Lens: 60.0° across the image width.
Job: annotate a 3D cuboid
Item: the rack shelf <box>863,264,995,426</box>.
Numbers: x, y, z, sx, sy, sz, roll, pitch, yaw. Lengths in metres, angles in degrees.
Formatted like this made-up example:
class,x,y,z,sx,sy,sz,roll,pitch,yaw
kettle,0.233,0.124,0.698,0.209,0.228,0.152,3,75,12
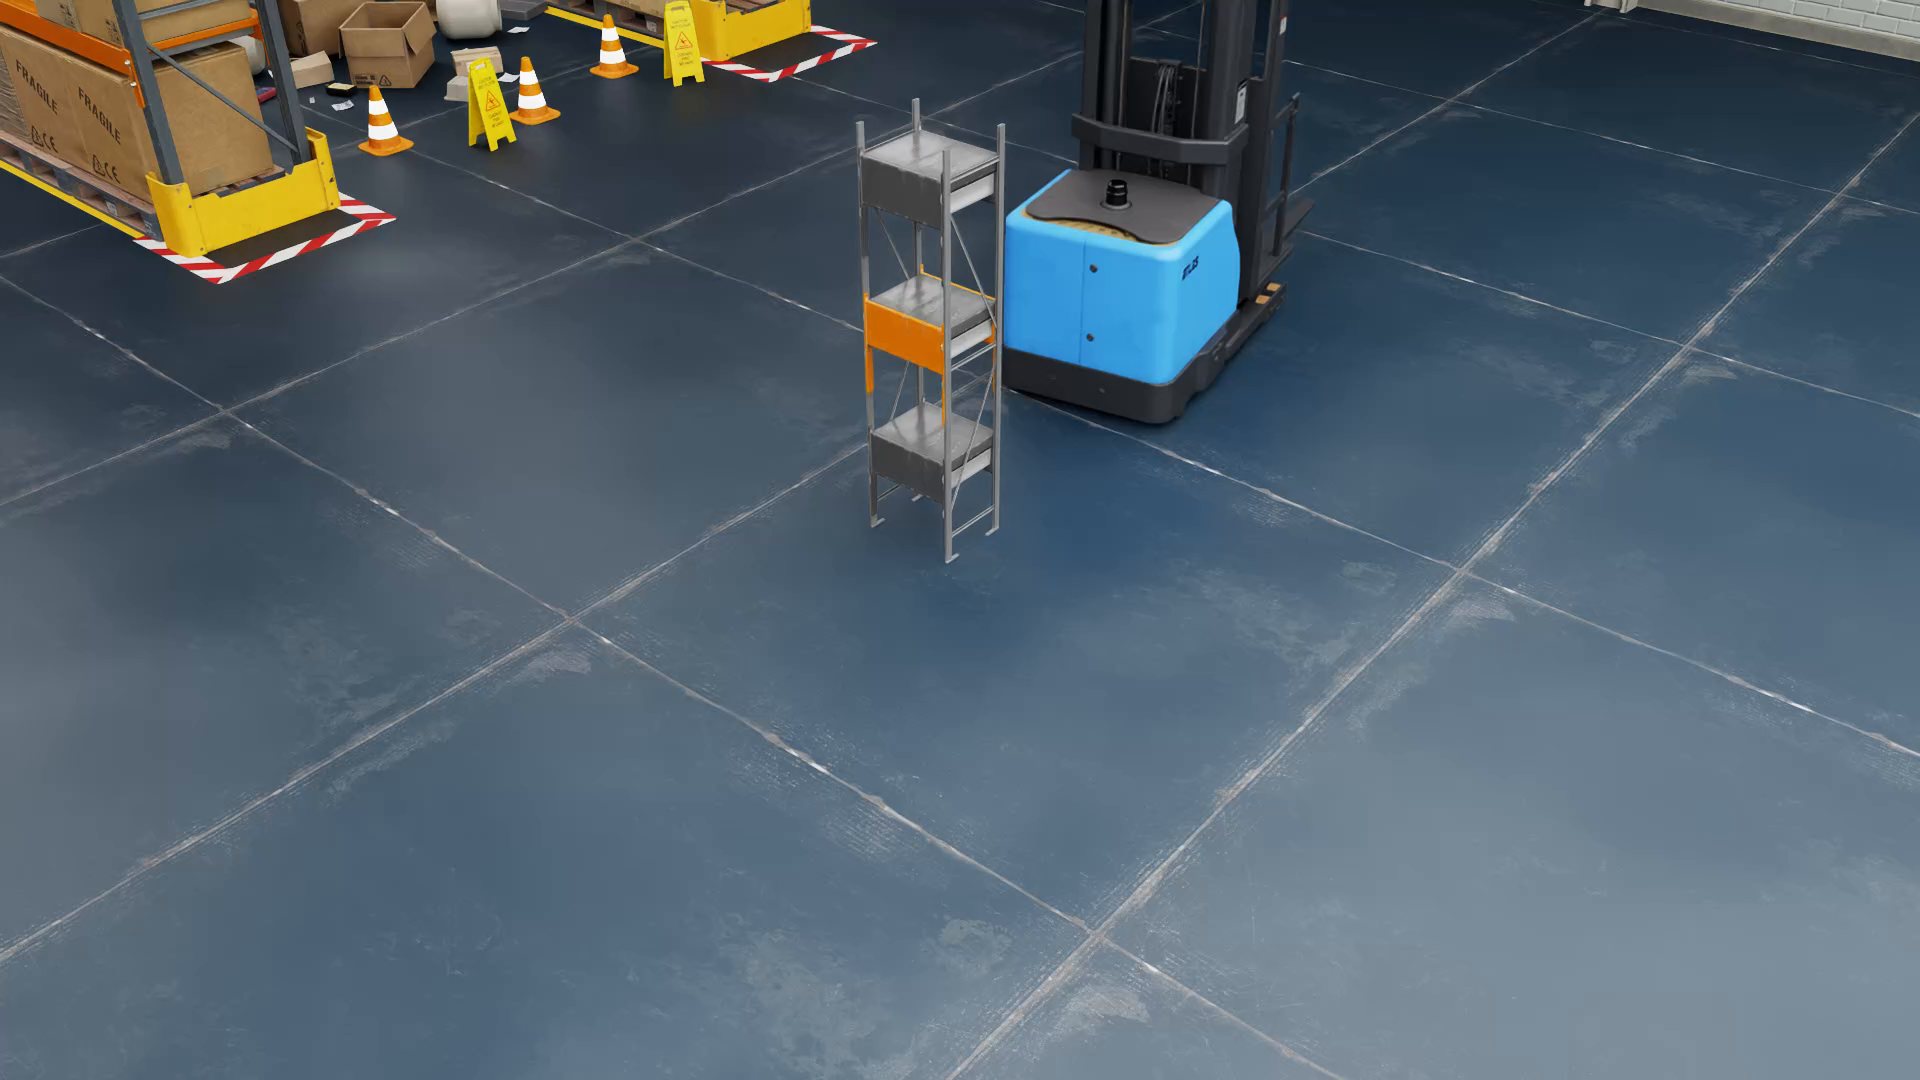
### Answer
class,x,y,z,sx,sy,sz,roll,pitch,yaw
rack shelf,-0.127,-0.914,7.751,0.480,0.518,0.431,25,42,32

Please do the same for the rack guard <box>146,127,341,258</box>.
class,x,y,z,sx,sy,sz,roll,pitch,yaw
rack guard,-4.825,-2.366,11.254,0.348,0.500,1.175,25,42,32

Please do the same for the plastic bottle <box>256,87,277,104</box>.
class,x,y,z,sx,sy,sz,roll,pitch,yaw
plastic bottle,-5.623,-3.610,13.453,0.133,0.061,0.283,12,36,16

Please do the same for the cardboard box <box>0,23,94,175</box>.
class,x,y,z,sx,sy,sz,roll,pitch,yaw
cardboard box,-6.085,-3.237,11.820,0.875,0.875,0.875,25,41,31

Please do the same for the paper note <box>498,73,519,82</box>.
class,x,y,z,sx,sy,sz,roll,pitch,yaw
paper note,-3.754,-3.848,13.826,0.142,0.019,0.148,12,36,16

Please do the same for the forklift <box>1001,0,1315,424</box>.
class,x,y,z,sx,sy,sz,roll,pitch,yaw
forklift,1.372,-2.653,9.524,1.130,2.935,3.031,17,38,23

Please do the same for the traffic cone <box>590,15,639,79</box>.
class,x,y,z,sx,sy,sz,roll,pitch,yaw
traffic cone,-2.910,-4.144,13.876,0.334,0.463,0.336,25,42,32

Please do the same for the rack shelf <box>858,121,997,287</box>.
class,x,y,z,sx,sy,sz,roll,pitch,yaw
rack shelf,-0.127,-1.491,7.354,0.480,0.518,0.431,25,42,32

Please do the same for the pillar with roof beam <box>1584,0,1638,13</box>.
class,x,y,z,sx,sy,sz,roll,pitch,yaw
pillar with roof beam,3.317,-6.828,10.243,0.400,9.000,9.100,25,42,32

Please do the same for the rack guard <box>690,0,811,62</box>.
class,x,y,z,sx,sy,sz,roll,pitch,yaw
rack guard,-1.813,-4.593,14.496,0.348,0.500,1.175,25,42,32

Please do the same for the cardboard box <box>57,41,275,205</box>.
class,x,y,z,sx,sy,sz,roll,pitch,yaw
cardboard box,-5.407,-2.920,11.358,0.875,0.875,0.875,26,42,32

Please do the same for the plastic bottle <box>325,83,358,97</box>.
class,x,y,z,sx,sy,sz,roll,pitch,yaw
plastic bottle,-5.062,-3.668,13.538,0.283,0.061,0.133,12,36,16

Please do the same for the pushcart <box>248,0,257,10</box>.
class,x,y,z,sx,sy,sz,roll,pitch,yaw
pushcart,-6.249,-4.953,15.130,0.936,0.377,1.648,12,36,16

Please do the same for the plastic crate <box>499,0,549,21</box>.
class,x,y,z,sx,sy,sz,roll,pitch,yaw
plastic crate,-4.146,-4.916,15.337,0.583,0.080,0.402,12,36,16

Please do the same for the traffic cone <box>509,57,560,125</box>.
class,x,y,z,sx,sy,sz,roll,pitch,yaw
traffic cone,-3.359,-3.538,12.994,0.334,0.463,0.336,25,42,32

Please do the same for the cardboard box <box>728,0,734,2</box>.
class,x,y,z,sx,sy,sz,roll,pitch,yaw
cardboard box,-2.197,-5.048,15.009,0.500,0.250,0.500,25,42,31

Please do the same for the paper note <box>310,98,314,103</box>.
class,x,y,z,sx,sy,sz,roll,pitch,yaw
paper note,-5.222,-3.545,13.403,0.032,0.001,0.123,-12,36,-17

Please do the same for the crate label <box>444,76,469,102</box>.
class,x,y,z,sx,sy,sz,roll,pitch,yaw
crate label,-4.003,-3.662,13.461,0.298,0.136,0.250,6,35,8

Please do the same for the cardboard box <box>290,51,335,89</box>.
class,x,y,z,sx,sy,sz,roll,pitch,yaw
cardboard box,-5.418,-3.906,13.703,0.396,0.266,0.258,-26,42,-32

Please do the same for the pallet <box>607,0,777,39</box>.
class,x,y,z,sx,sy,sz,roll,pitch,yaw
pallet,-2.414,-4.783,15.029,1.213,0.211,1.003,25,42,32

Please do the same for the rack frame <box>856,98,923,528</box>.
class,x,y,z,sx,sy,sz,roll,pitch,yaw
rack frame,-0.315,-1.014,7.872,0.015,2.100,0.400,25,42,32

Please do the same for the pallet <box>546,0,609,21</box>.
class,x,y,z,sx,sy,sz,roll,pitch,yaw
pallet,-3.348,-5.225,15.672,1.213,0.211,1.003,25,42,32

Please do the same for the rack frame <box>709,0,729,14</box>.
class,x,y,z,sx,sy,sz,roll,pitch,yaw
rack frame,-1.754,-5.596,13.748,0.127,3.000,1.000,25,42,32

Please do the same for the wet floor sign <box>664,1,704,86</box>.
class,x,y,z,sx,sy,sz,roll,pitch,yaw
wet floor sign,-2.293,-4.091,13.637,0.267,0.644,0.232,-18,38,-25

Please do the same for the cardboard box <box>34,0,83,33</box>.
class,x,y,z,sx,sy,sz,roll,pitch,yaw
cardboard box,-5.594,-3.772,10.960,0.550,0.550,0.875,25,42,32

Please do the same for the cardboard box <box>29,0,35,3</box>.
class,x,y,z,sx,sy,sz,roll,pitch,yaw
cardboard box,-5.944,-4.029,11.335,0.550,0.550,0.875,25,42,32

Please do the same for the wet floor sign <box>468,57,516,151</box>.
class,x,y,z,sx,sy,sz,roll,pitch,yaw
wet floor sign,-3.554,-3.286,12.465,0.232,0.644,0.267,18,38,24

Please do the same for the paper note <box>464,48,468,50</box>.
class,x,y,z,sx,sy,sz,roll,pitch,yaw
paper note,-4.311,-4.216,14.373,0.148,0.019,0.142,-18,38,-25

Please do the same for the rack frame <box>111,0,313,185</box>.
class,x,y,z,sx,sy,sz,roll,pitch,yaw
rack frame,-4.844,-3.405,10.559,0.127,3.000,1.000,25,42,32

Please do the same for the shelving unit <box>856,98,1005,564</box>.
class,x,y,z,sx,sy,sz,roll,pitch,yaw
shelving unit,-0.127,-0.926,7.743,0.503,2.100,0.431,25,42,32

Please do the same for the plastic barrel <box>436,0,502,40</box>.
class,x,y,z,sx,sy,sz,roll,pitch,yaw
plastic barrel,-4.310,-4.623,14.608,0.512,0.421,0.421,-6,35,-8

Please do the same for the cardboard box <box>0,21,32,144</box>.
class,x,y,z,sx,sy,sz,roll,pitch,yaw
cardboard box,-6.784,-3.568,12.302,0.875,0.875,0.875,26,42,32

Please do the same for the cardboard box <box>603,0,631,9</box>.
class,x,y,z,sx,sy,sz,roll,pitch,yaw
cardboard box,-2.941,-5.002,14.942,0.500,0.250,0.500,25,42,32

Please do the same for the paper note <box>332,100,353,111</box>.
class,x,y,z,sx,sy,sz,roll,pitch,yaw
paper note,-4.930,-3.472,13.281,0.144,0.017,0.142,-18,38,-25

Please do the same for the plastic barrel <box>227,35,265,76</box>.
class,x,y,z,sx,sy,sz,roll,pitch,yaw
plastic barrel,-6.064,-4.049,13.772,0.512,0.421,0.421,-6,35,-8

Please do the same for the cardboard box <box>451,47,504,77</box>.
class,x,y,z,sx,sy,sz,roll,pitch,yaw
cardboard box,-4.053,-4.016,13.967,0.380,0.149,0.250,-12,36,-17

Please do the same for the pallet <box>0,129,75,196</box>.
class,x,y,z,sx,sy,sz,roll,pitch,yaw
pallet,-6.442,-2.954,12.364,1.213,0.211,1.003,25,42,32

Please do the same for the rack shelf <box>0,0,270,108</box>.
class,x,y,z,sx,sy,sz,roll,pitch,yaw
rack shelf,-6.381,-3.833,11.818,4.000,0.370,1.077,25,42,32

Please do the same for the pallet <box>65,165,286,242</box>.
class,x,y,z,sx,sy,sz,roll,pitch,yaw
pallet,-5.508,-2.512,11.721,1.213,0.211,1.003,25,42,32

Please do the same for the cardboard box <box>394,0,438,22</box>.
class,x,y,z,sx,sy,sz,roll,pitch,yaw
cardboard box,-4.875,-5.035,15.138,0.500,0.500,0.500,-6,35,-8

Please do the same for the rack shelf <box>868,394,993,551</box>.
class,x,y,z,sx,sy,sz,roll,pitch,yaw
rack shelf,-0.127,-0.337,8.147,0.480,0.518,0.431,25,42,32

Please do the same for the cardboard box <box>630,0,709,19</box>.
class,x,y,z,sx,sy,sz,roll,pitch,yaw
cardboard box,-2.566,-4.820,14.676,0.500,0.250,0.500,25,42,32

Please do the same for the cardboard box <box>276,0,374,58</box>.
class,x,y,z,sx,sy,sz,roll,pitch,yaw
cardboard box,-5.448,-4.492,14.227,0.503,0.637,0.797,25,42,32

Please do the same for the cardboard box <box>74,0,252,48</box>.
class,x,y,z,sx,sy,sz,roll,pitch,yaw
cardboard box,-5.158,-3.582,10.684,0.550,0.550,0.875,25,42,32

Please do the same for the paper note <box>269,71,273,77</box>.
class,x,y,z,sx,sy,sz,roll,pitch,yaw
paper note,-5.703,-3.931,13.955,0.172,0.023,0.155,-18,38,-25

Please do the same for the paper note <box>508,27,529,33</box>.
class,x,y,z,sx,sy,sz,roll,pitch,yaw
paper note,-3.948,-4.570,14.878,0.148,0.019,0.142,12,36,16

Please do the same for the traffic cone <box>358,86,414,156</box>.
class,x,y,z,sx,sy,sz,roll,pitch,yaw
traffic cone,-4.343,-3.170,12.457,0.334,0.463,0.336,25,42,32

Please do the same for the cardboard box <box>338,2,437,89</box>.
class,x,y,z,sx,sy,sz,roll,pitch,yaw
cardboard box,-4.724,-4.101,13.778,0.637,0.503,0.797,0,34,0

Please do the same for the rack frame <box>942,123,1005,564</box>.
class,x,y,z,sx,sy,sz,roll,pitch,yaw
rack frame,0.060,-0.837,7.614,0.015,2.100,0.400,25,42,32
